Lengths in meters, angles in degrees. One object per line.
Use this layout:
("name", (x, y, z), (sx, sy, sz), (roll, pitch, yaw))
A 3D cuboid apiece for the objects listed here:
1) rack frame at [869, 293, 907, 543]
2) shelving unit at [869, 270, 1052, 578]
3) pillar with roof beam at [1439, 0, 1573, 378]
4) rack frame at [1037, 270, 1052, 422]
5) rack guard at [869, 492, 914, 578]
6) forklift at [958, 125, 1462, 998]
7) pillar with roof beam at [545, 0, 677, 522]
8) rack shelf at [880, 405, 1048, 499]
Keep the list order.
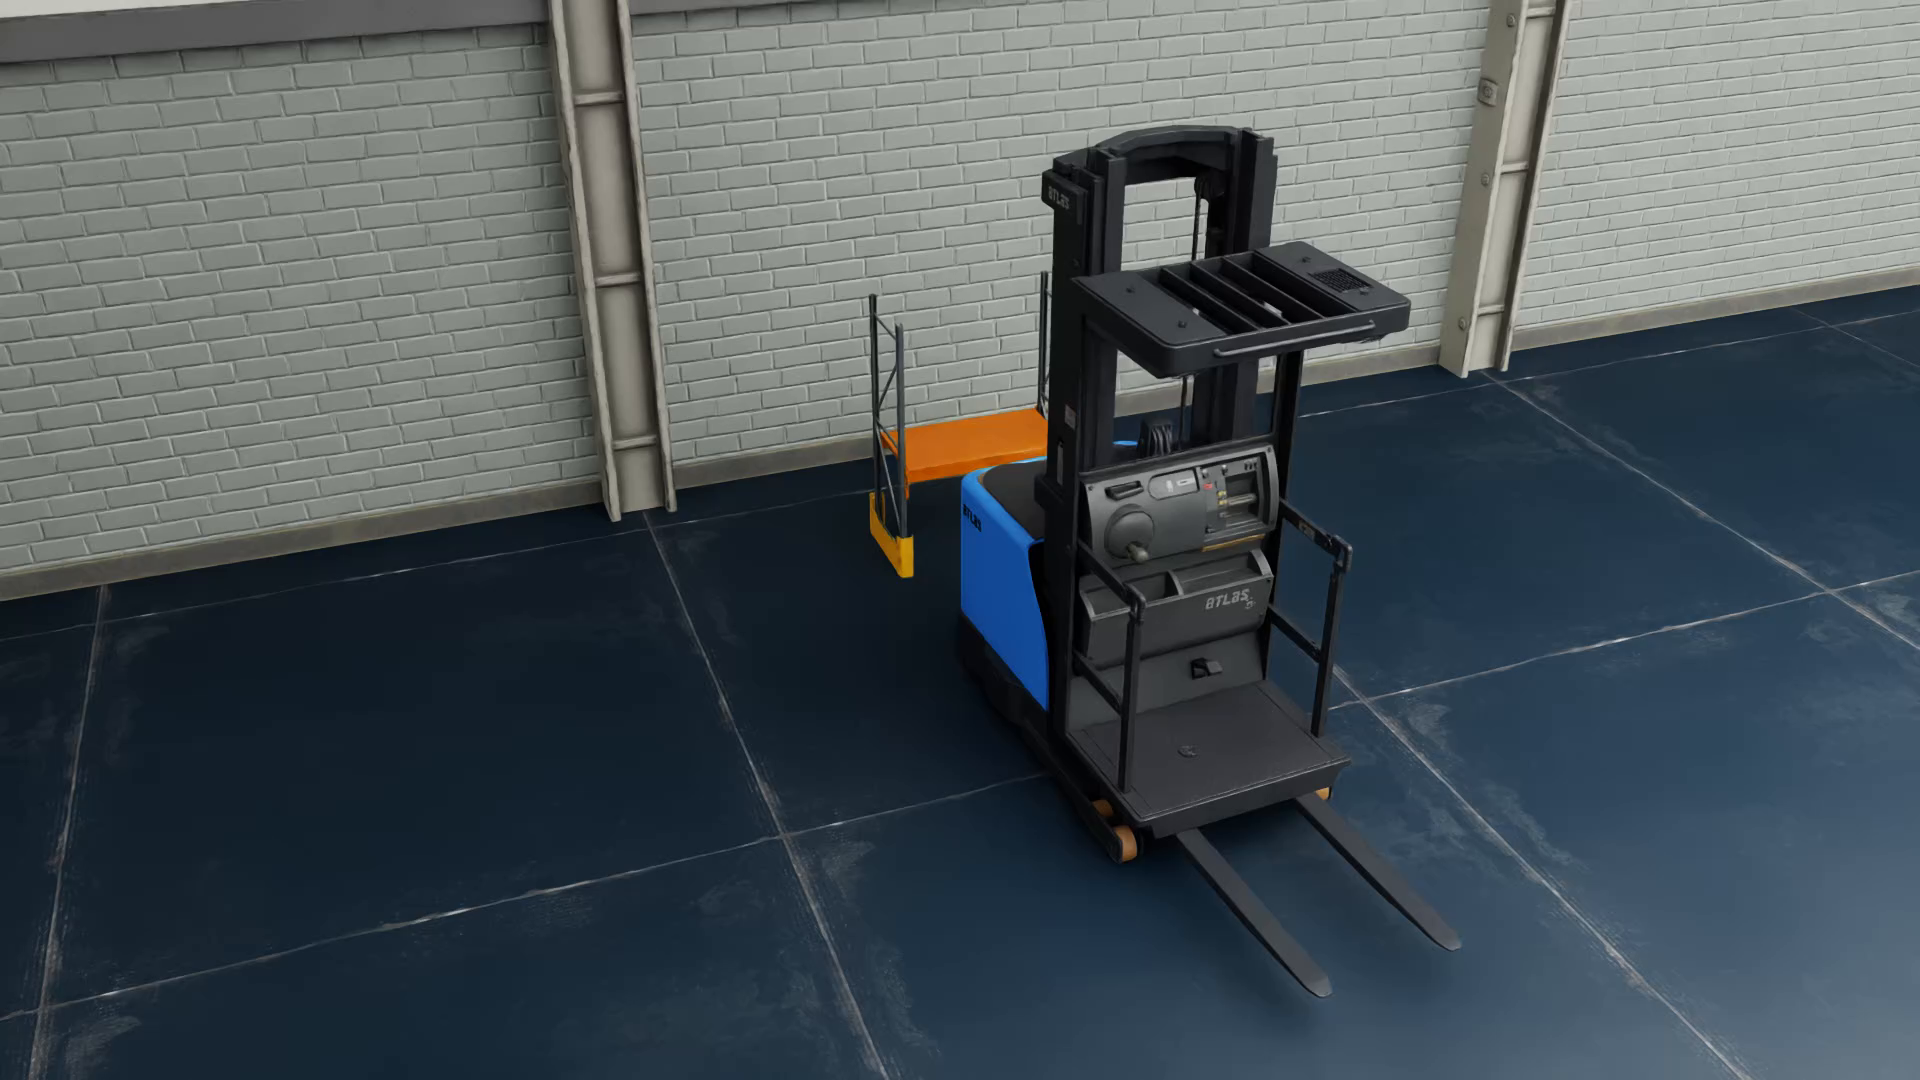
("rack frame", (-0.396, -0.579, 9.251), (0.032, 1.500, 0.500), (-10, 31, -18))
("shelving unit", (0.071, -0.665, 9.402), (1.083, 1.500, 0.587), (-10, 31, -18))
("pillar with roof beam", (5.176, -3.162, 6.210), (0.400, 9.000, 9.100), (-10, 31, -18))
("rack frame", (0.556, -0.754, 9.559), (0.032, 1.500, 0.500), (-10, 31, -18))
("rack guard", (-0.395, -0.036, 9.560), (0.087, 0.250, 0.587), (-10, 31, -18))
("forklift", (1.048, -0.106, 6.976), (1.130, 2.935, 3.031), (-12, 32, -21))
("pillar with roof beam", (-0.448, -2.127, 4.392), (0.400, 9.000, 9.100), (-10, 31, -18))
("rack shelf", (0.080, -0.510, 9.494), (1.000, 0.185, 0.538), (-10, 31, -18))
